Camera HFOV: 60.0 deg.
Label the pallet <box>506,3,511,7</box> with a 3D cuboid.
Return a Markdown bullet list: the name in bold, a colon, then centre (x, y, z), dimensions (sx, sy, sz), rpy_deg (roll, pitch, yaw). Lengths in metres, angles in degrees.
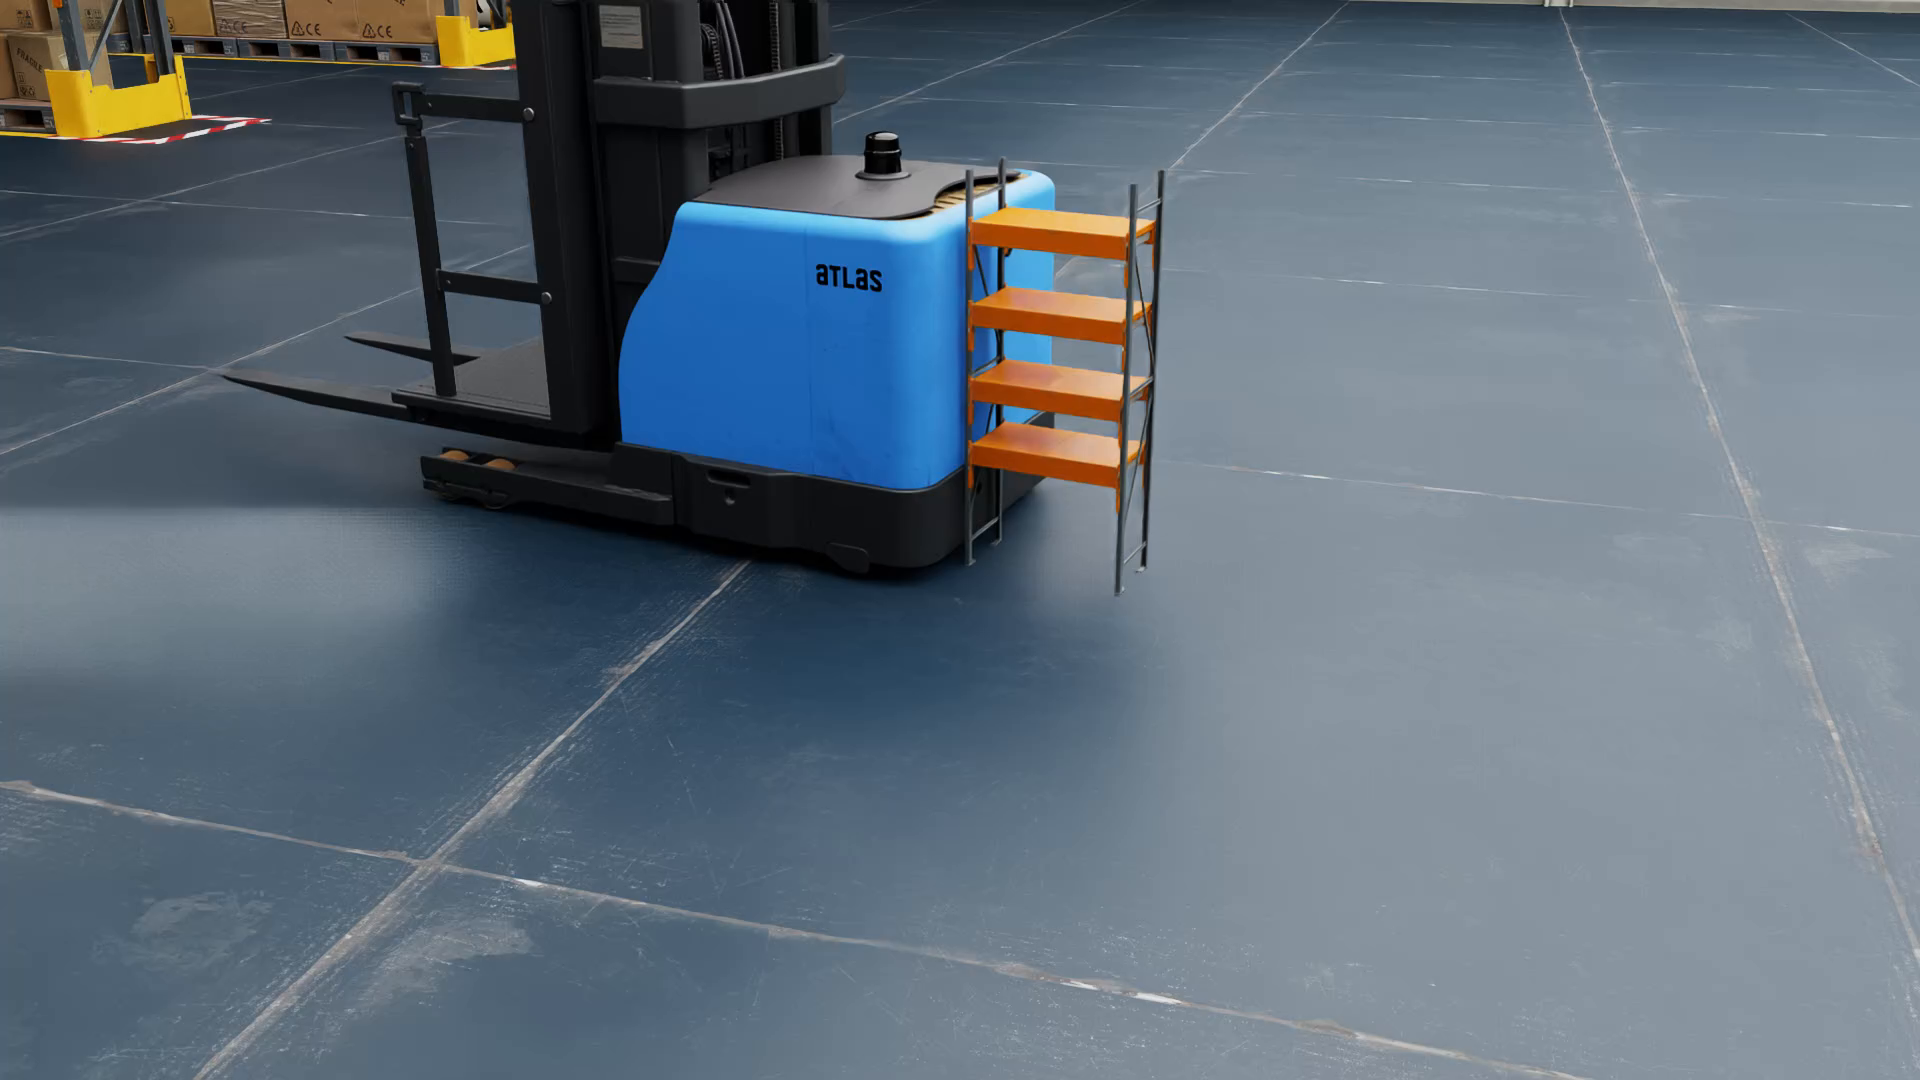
- **pallet**: centre (-5.769, -7.260, 22.691), dimensions (1.213, 0.211, 1.003), rpy_deg (7, 23, 16)

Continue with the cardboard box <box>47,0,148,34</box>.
- **cardboard box**: centre (-9.548, -6.123, 18.656), dimensions (0.750, 0.750, 1.050), rpy_deg (6, 23, 15)

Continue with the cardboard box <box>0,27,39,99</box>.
- **cardboard box**: centre (-7.802, -3.870, 13.493), dimensions (0.500, 0.500, 0.500), rpy_deg (13, 26, 29)

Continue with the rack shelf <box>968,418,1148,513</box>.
- **rack shelf**: centre (0.293, -0.226, 4.941), dimensions (0.480, 0.148, 0.258), rpy_deg (11, 25, 24)

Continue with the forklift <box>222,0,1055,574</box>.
- **forklift**: centre (-1.237, -1.623, 5.366), dimensions (3.031, 2.935, 1.130), rpy_deg (11, 25, 24)

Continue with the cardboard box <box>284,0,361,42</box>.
- **cardboard box**: centre (-6.609, -5.853, 17.833), dimensions (0.875, 0.875, 0.875), rpy_deg (6, 23, 15)

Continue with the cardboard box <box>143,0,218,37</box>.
- **cardboard box**: centre (-8.345, -6.051, 18.316), dimensions (0.875, 0.875, 0.875), rpy_deg (7, 23, 16)

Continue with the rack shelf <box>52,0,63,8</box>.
- **rack shelf**: centre (-8.542, -4.591, 13.459), dimensions (4.000, 0.370, 1.077), rpy_deg (7, 23, 16)

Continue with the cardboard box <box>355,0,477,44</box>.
- **cardboard box**: centre (-5.766, -5.758, 17.600), dimensions (0.875, 0.875, 0.875), rpy_deg (7, 23, 16)

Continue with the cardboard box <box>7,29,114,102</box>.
- **cardboard box**: centre (-7.220, -3.817, 13.364), dimensions (0.500, 0.500, 0.500), rpy_deg (11, 25, 25)

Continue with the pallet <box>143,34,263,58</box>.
- **pallet**: centre (-8.222, -5.533, 18.480), dimensions (1.213, 0.211, 1.003), rpy_deg (7, 23, 15)

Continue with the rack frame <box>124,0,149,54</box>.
- **rack frame**: centre (-8.927, -6.934, 18.223), dimensions (0.127, 3.000, 1.000), rpy_deg (7, 23, 16)

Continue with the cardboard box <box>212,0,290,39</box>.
- **cardboard box**: centre (-7.481, -5.954, 18.079), dimensions (0.875, 0.875, 0.875), rpy_deg (7, 23, 16)

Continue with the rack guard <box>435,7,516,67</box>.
- **rack guard**: centre (-5.075, -5.337, 17.622), dimensions (0.348, 0.500, 1.175), rpy_deg (7, 23, 16)

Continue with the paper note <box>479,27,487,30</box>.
- **paper note**: centre (-6.015, -6.455, 20.980), dimensions (0.142, 0.019, 0.148), rpy_deg (16, 27, 34)

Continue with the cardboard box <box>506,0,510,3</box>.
- **cardboard box**: centre (-6.084, -7.392, 22.408), dimensions (0.500, 0.250, 0.500), rpy_deg (6, 23, 15)

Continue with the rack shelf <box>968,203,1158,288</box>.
- **rack shelf**: centre (0.293, -0.836, 4.691), dimensions (0.480, 0.148, 0.258), rpy_deg (11, 25, 24)

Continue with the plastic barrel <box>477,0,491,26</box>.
- **plastic barrel**: centre (-6.179, -6.790, 21.265), dimensions (0.512, 0.421, 0.421), rpy_deg (-14, 26, -30)

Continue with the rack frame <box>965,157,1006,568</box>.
- **rack frame**: centre (0.074, -0.513, 4.939), dimensions (0.015, 1.200, 0.240), rpy_deg (11, 25, 24)

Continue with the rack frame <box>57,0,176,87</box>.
- **rack frame**: centre (-6.627, -4.705, 12.788), dimensions (0.127, 3.000, 1.000), rpy_deg (7, 23, 16)

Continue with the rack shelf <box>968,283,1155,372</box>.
- **rack shelf**: centre (0.293, -0.617, 4.781), dimensions (0.480, 0.148, 0.258), rpy_deg (11, 25, 24)

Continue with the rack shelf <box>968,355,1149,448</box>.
- **rack shelf**: centre (0.293, -0.410, 4.866), dimensions (0.480, 0.148, 0.258), rpy_deg (11, 25, 24)

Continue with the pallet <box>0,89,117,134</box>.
- **pallet**: centre (-7.468, -3.525, 13.586), dimensions (1.213, 0.211, 1.003), rpy_deg (7, 23, 16)

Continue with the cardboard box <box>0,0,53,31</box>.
- **cardboard box**: centre (-10.470, -6.230, 18.918), dimensions (0.750, 0.750, 1.050), rpy_deg (7, 23, 15)

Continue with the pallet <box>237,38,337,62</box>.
- **pallet**: centre (-7.050, -5.400, 18.155), dimensions (1.213, 0.211, 1.003), rpy_deg (7, 23, 15)

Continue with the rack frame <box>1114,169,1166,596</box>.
- **rack frame**: centre (0.512, -0.432, 4.741), dimensions (0.015, 1.200, 0.240), rpy_deg (11, 25, 24)

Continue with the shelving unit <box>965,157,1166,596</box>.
- **shelving unit**: centre (0.293, -0.472, 4.840), dimensions (0.503, 1.200, 0.258), rpy_deg (11, 25, 24)

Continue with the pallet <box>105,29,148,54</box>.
- **pallet**: centre (-9.688, -5.702, 18.892), dimensions (1.213, 0.211, 1.003), rpy_deg (7, 23, 16)

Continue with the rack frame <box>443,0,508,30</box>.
- **rack frame**: centre (-5.098, -6.496, 17.154), dimensions (0.127, 3.000, 1.000), rpy_deg (7, 23, 16)

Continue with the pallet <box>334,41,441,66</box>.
- **pallet**: centre (-5.886, -5.265, 17.828), dimensions (1.213, 0.211, 1.003), rpy_deg (7, 23, 15)

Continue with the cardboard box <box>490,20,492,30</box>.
- **cardboard box**: centre (-5.602, -6.396, 20.667), dimensions (0.380, 0.149, 0.250), rpy_deg (-20, 29, -39)

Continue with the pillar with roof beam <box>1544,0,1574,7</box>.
- **pillar with roof beam**: centre (7.504, -10.409, 18.789), dimensions (0.400, 9.000, 9.100), rpy_deg (7, 23, 16)

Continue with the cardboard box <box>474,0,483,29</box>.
- **cardboard box**: centre (-6.178, -6.423, 20.266), dimensions (0.637, 0.503, 0.797), rpy_deg (-9, 24, -21)

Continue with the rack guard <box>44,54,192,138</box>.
- **rack guard**: centre (-6.700, -3.557, 13.282), dimensions (0.348, 0.500, 1.175), rpy_deg (7, 23, 16)
